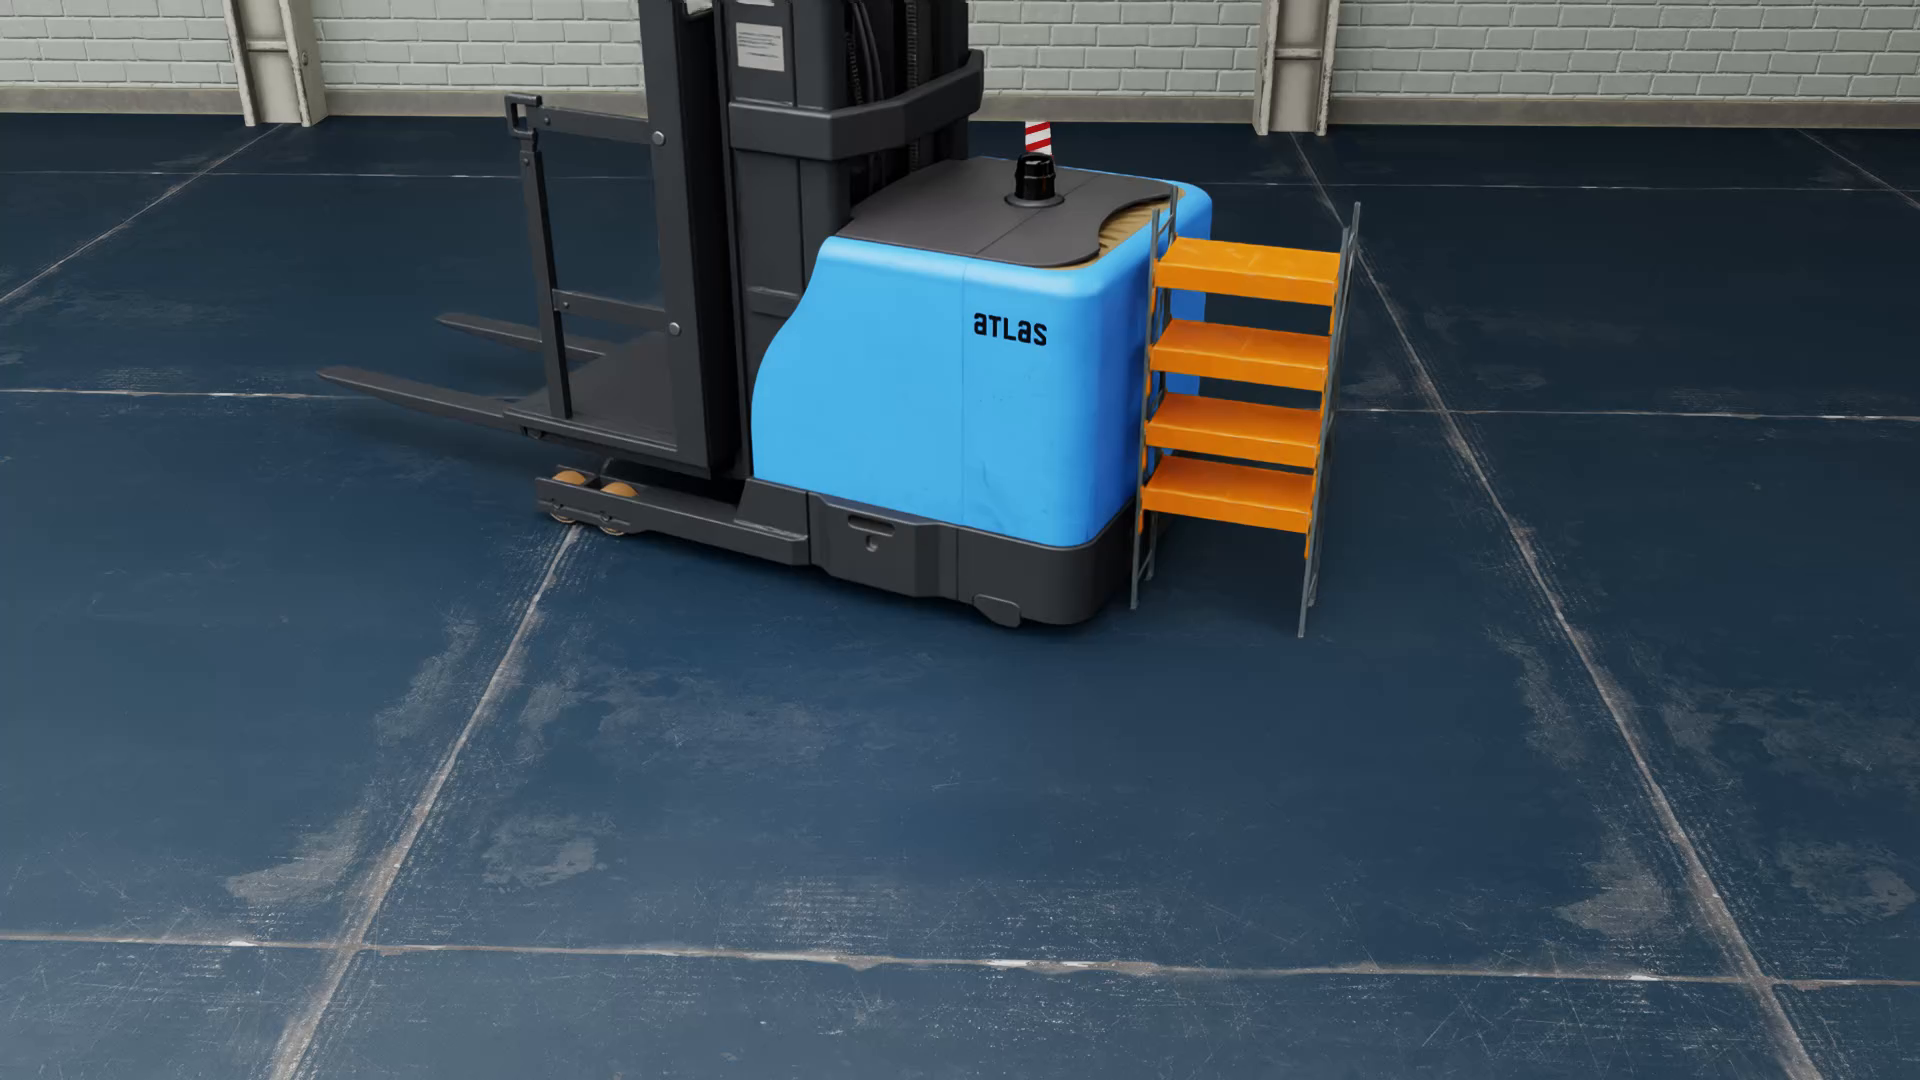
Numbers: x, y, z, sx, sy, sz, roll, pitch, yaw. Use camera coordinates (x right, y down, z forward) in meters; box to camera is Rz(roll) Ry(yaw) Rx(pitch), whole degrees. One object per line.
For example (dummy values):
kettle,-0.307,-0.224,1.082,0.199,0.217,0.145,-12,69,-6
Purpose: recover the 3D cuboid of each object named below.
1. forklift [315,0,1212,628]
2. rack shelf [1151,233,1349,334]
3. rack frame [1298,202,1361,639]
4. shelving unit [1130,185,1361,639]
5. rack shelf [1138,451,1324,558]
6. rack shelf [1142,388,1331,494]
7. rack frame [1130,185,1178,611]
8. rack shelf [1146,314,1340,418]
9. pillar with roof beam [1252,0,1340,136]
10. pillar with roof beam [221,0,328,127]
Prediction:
forklift,-0.787,-1.514,4.977,3.031,2.935,1.130,13,31,23
rack shelf,0.775,-0.687,4.427,0.480,0.148,0.258,9,29,17
rack frame,1.005,-0.303,4.540,0.015,1.200,0.240,9,29,17
shelving unit,0.775,-0.340,4.611,0.503,1.200,0.258,9,29,17
rack shelf,0.775,-0.105,4.735,0.480,0.148,0.258,9,29,17
rack shelf,0.775,-0.281,4.642,0.480,0.148,0.258,9,29,17
rack frame,0.544,-0.378,4.681,0.015,1.200,0.240,9,29,17
rack shelf,0.775,-0.478,4.538,0.480,0.148,0.258,9,29,17
pillar with roof beam,1.793,-4.396,3.935,0.400,9.000,9.100,1,28,2
pillar with roof beam,-4.204,-4.495,4.122,0.400,9.000,9.100,1,28,2
